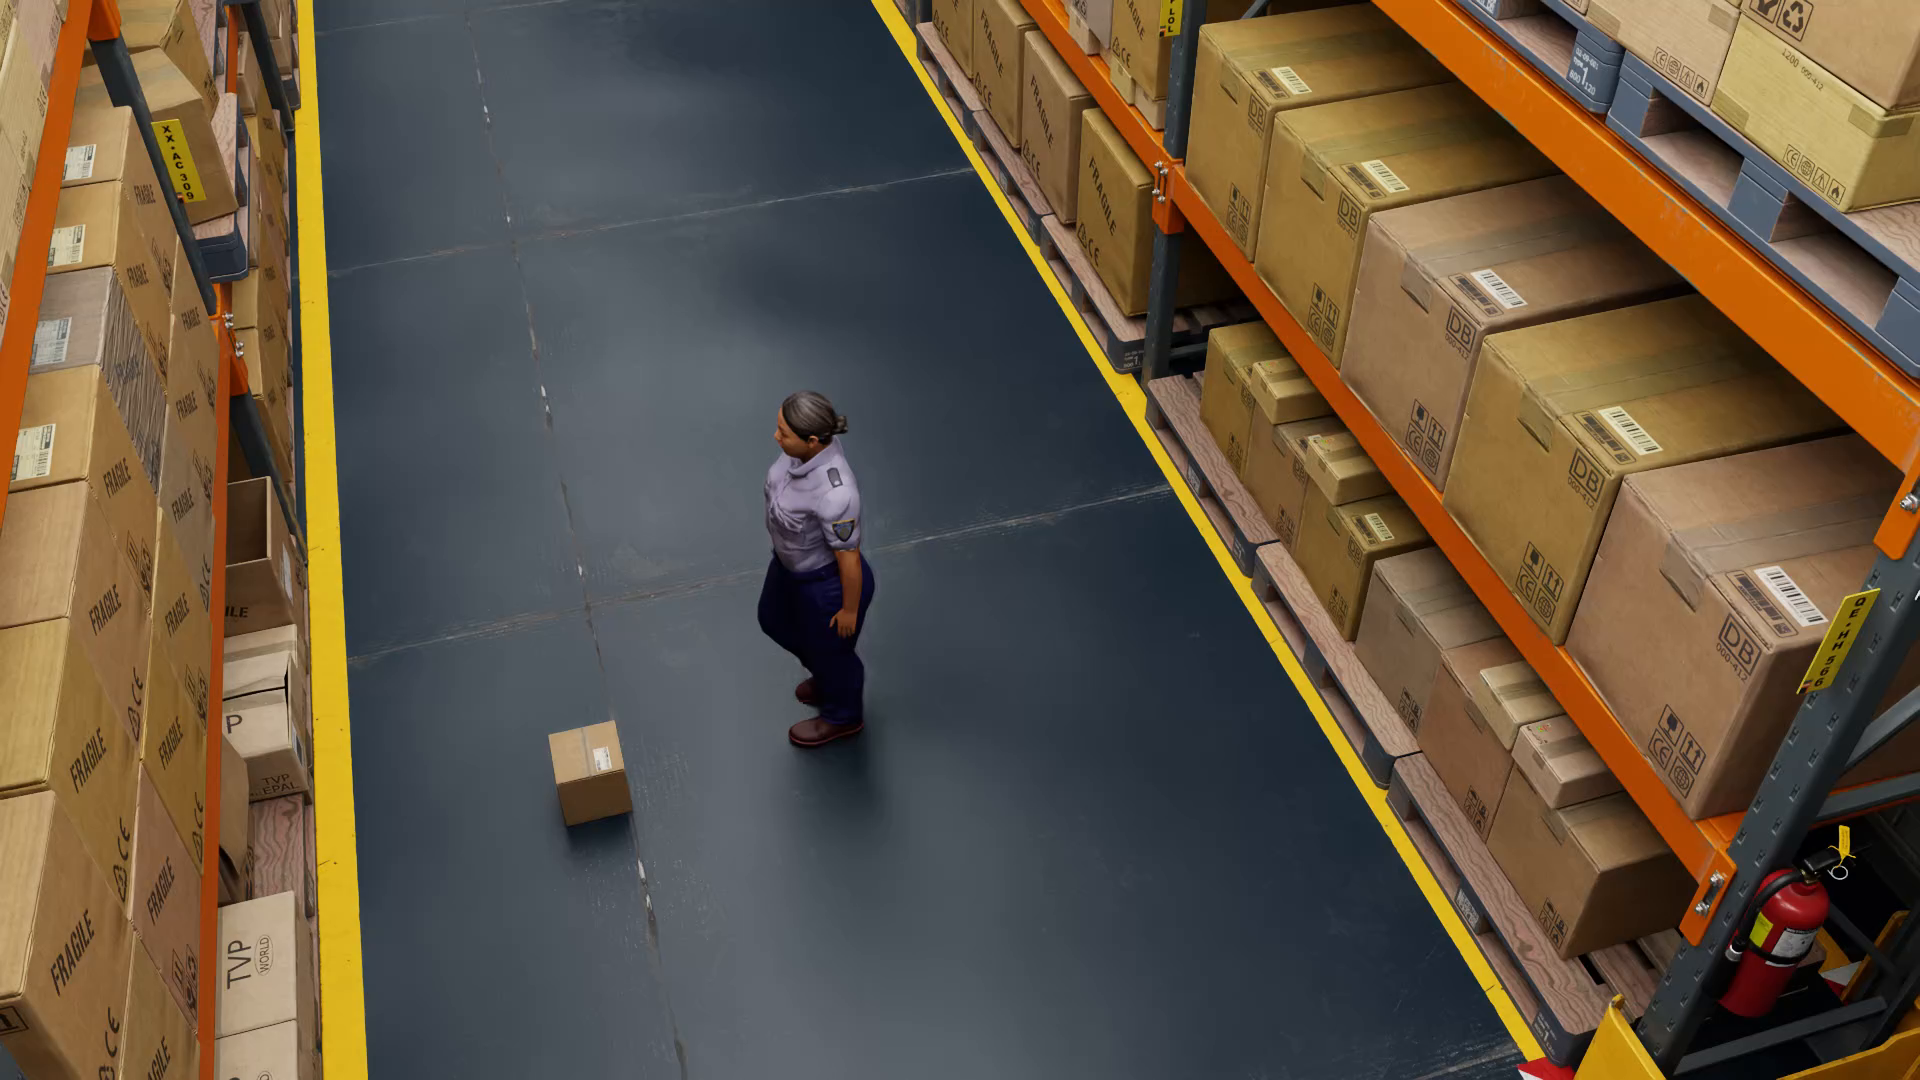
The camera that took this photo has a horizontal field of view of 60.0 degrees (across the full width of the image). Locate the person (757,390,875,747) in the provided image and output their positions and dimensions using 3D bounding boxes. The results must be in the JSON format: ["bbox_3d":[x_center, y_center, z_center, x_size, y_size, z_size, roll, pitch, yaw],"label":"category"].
[{"bbox_3d":[-0.528,0.147,6.036,0.398,1.648,0.495,-13,44,-13],"label":"person"}]
